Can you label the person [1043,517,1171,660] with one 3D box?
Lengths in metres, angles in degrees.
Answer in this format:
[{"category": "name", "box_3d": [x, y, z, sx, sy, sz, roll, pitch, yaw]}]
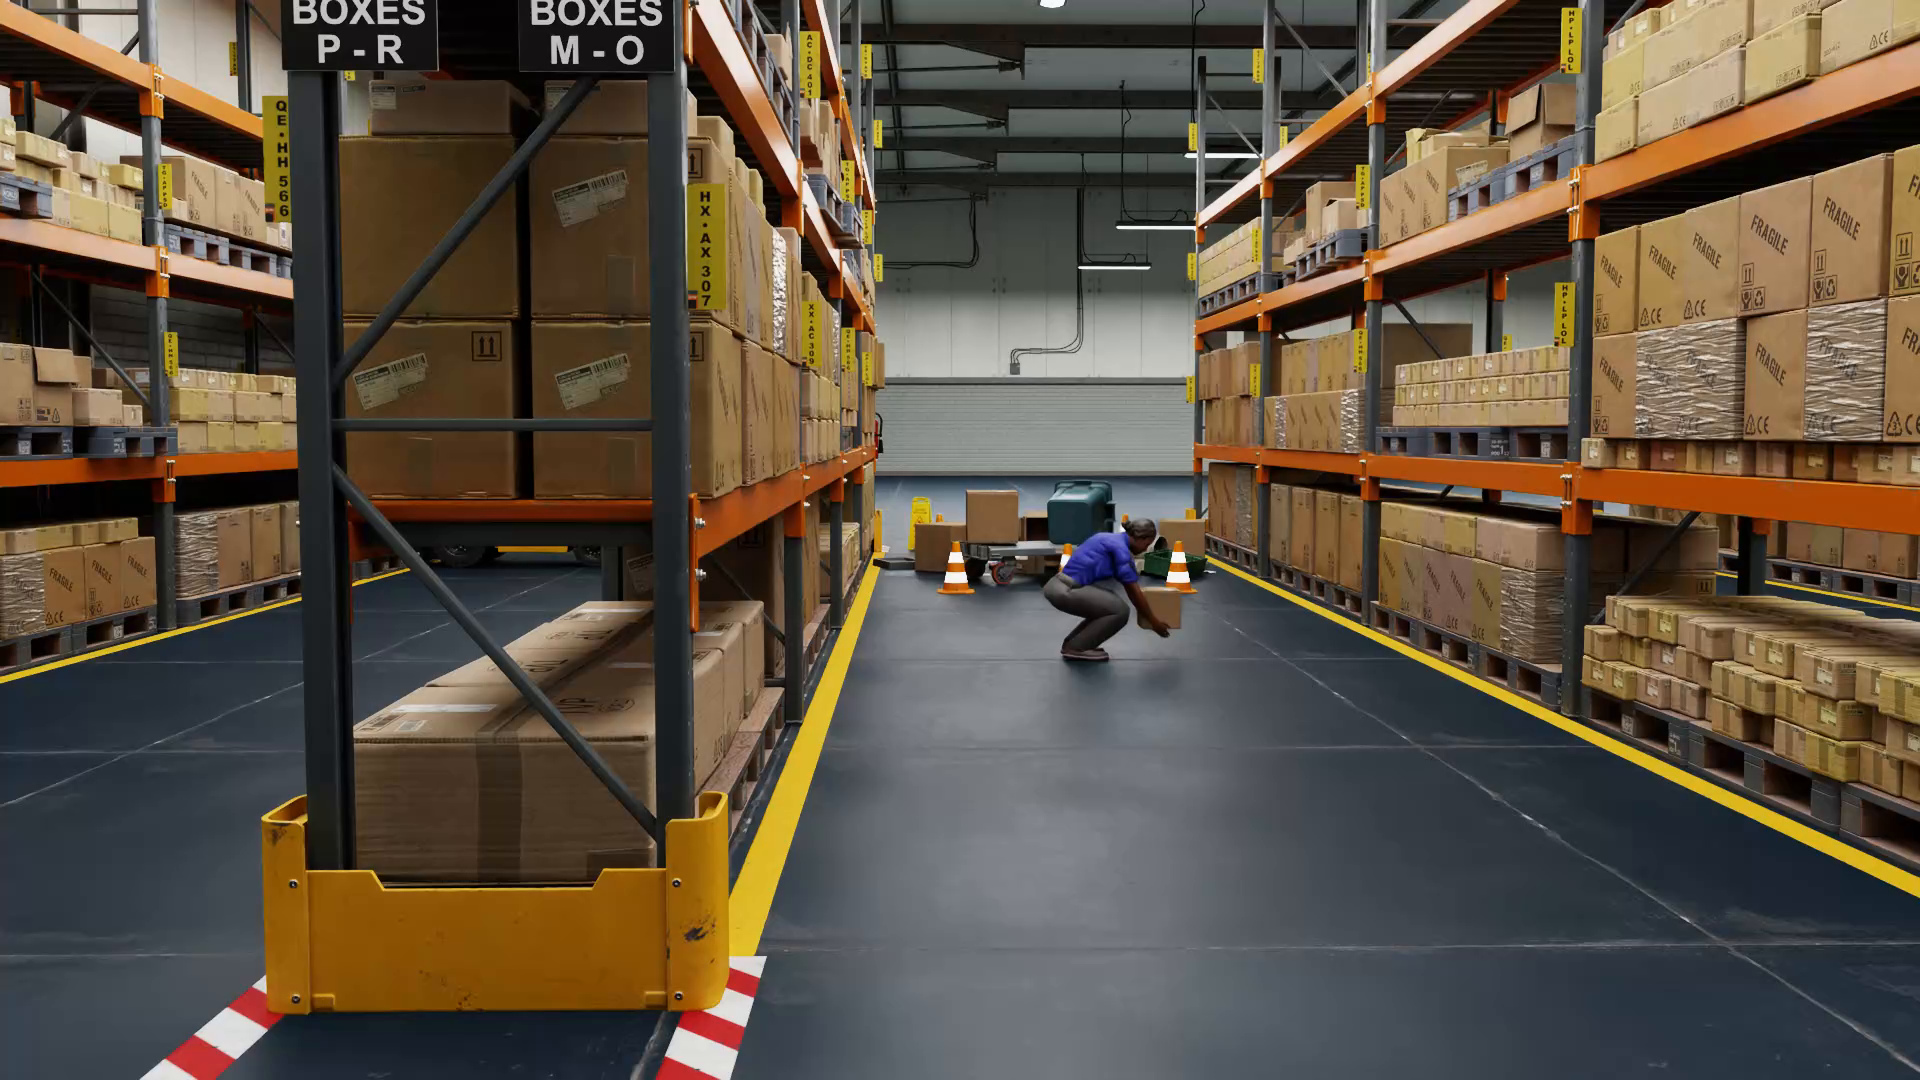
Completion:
[{"category": "person", "box_3d": [0.955, 0.316, 10.894, 0.825, 0.922, 0.496, 0, 4, -1]}]
